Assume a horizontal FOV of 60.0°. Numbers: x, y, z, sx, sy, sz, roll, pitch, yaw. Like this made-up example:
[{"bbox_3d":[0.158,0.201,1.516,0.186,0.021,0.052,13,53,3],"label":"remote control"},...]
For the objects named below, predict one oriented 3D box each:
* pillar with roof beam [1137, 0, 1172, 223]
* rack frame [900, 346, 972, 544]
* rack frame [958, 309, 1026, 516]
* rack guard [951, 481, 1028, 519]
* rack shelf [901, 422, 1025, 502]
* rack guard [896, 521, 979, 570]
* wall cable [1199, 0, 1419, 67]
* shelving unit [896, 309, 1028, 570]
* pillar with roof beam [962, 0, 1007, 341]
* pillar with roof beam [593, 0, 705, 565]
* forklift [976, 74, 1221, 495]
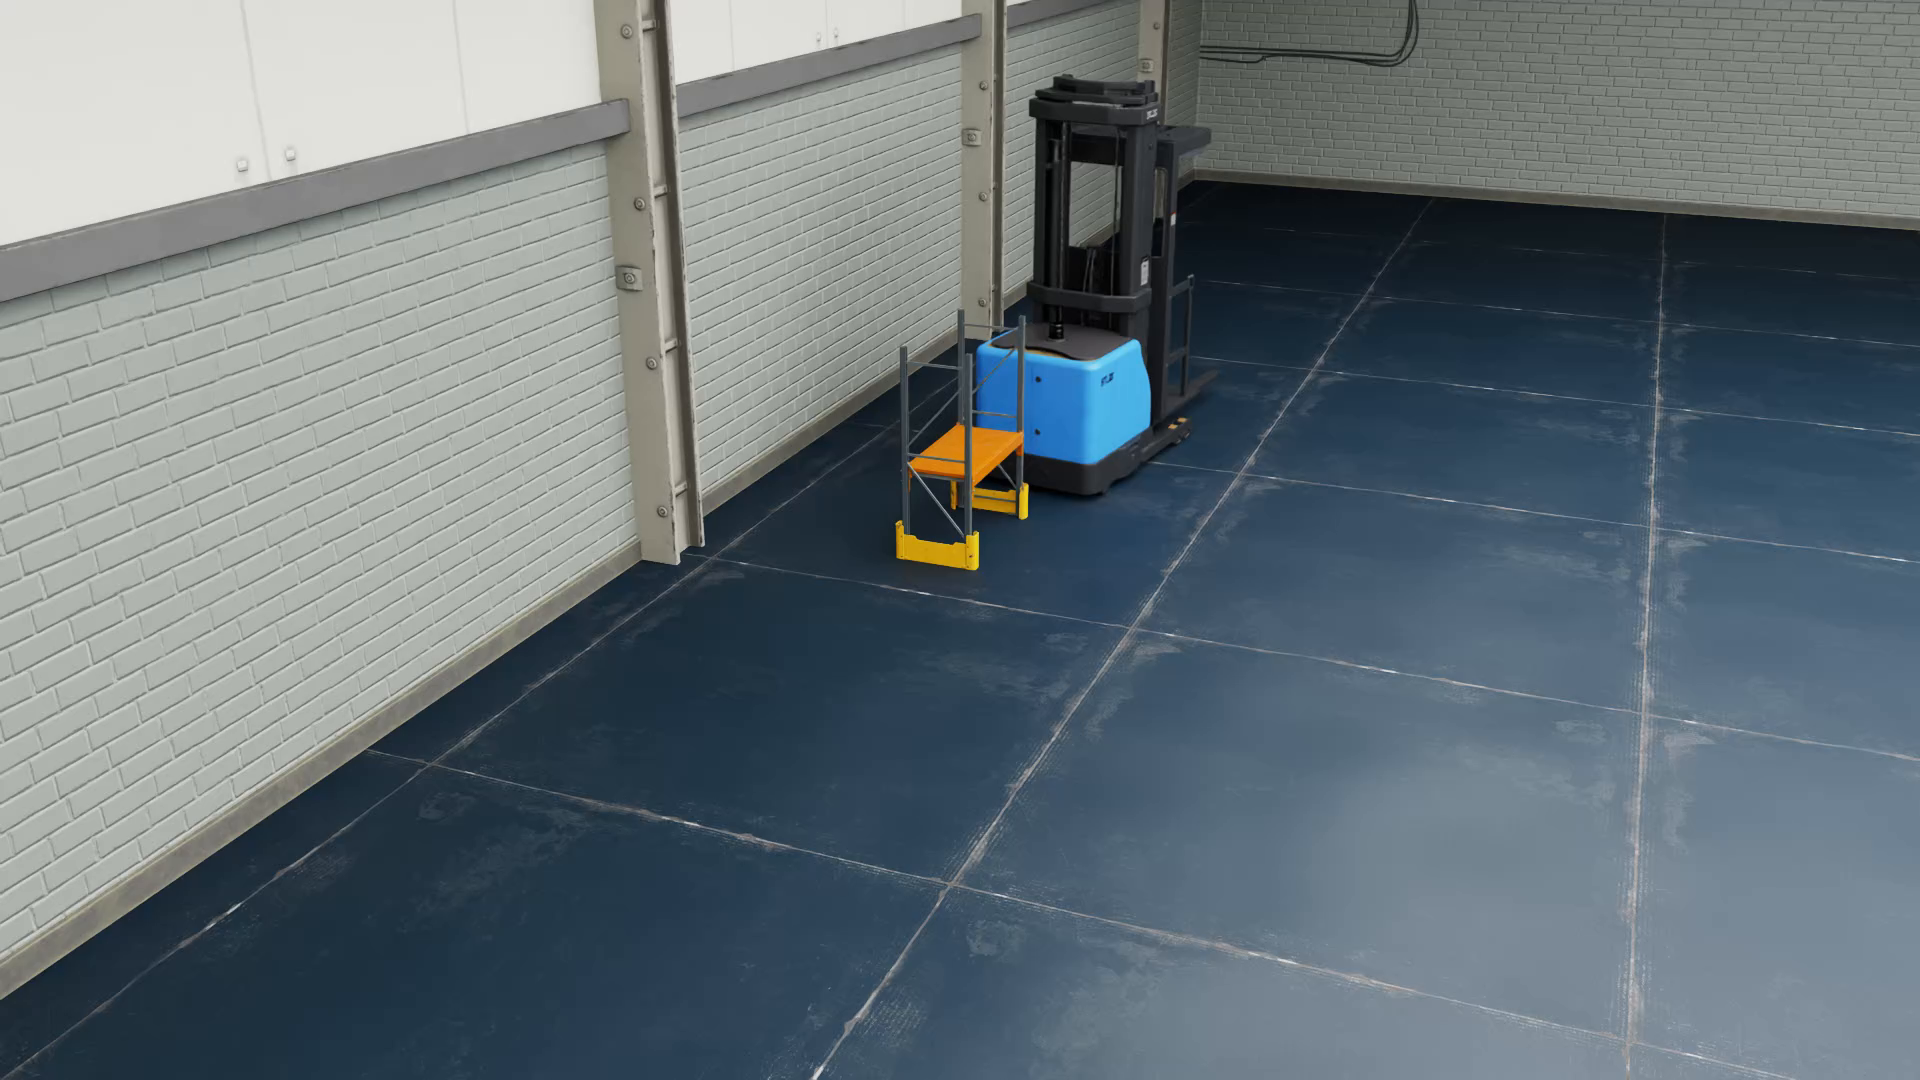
[{"bbox_3d":[6.450,-7.751,18.632,9.100,9.000,0.400,9,24,20],"label":"pillar with roof beam"},{"bbox_3d":[-0.157,-0.541,11.098,0.500,1.500,0.032,9,24,20],"label":"rack frame"},{"bbox_3d":[0.221,-0.904,11.970,0.500,1.500,0.032,9,24,20],"label":"rack frame"},{"bbox_3d":[0.213,-0.321,12.194,0.587,0.250,0.087,9,24,20],"label":"rack guard"},{"bbox_3d":[0.032,-0.557,11.603,0.538,0.185,1.000,9,24,20],"label":"rack shelf"},{"bbox_3d":[-0.157,0.036,11.340,0.587,0.250,0.087,9,24,20],"label":"rack guard"},{"bbox_3d":[4.775,-7.800,22.777,3.097,2.526,0.112,9,24,20],"label":"wall cable"},{"bbox_3d":[0.028,-0.719,11.526,0.587,1.500,1.083,9,24,20],"label":"shelving unit"},{"bbox_3d":[4.222,-5.604,13.492,9.100,9.000,0.400,9,24,20],"label":"pillar with roof beam"},{"bbox_3d":[1.993,-3.457,8.351,9.100,9.000,0.400,9,24,20],"label":"pillar with roof beam"},{"bbox_3d":[1.276,-2.212,13.242,1.130,2.935,3.031,12,26,27],"label":"forklift"}]
